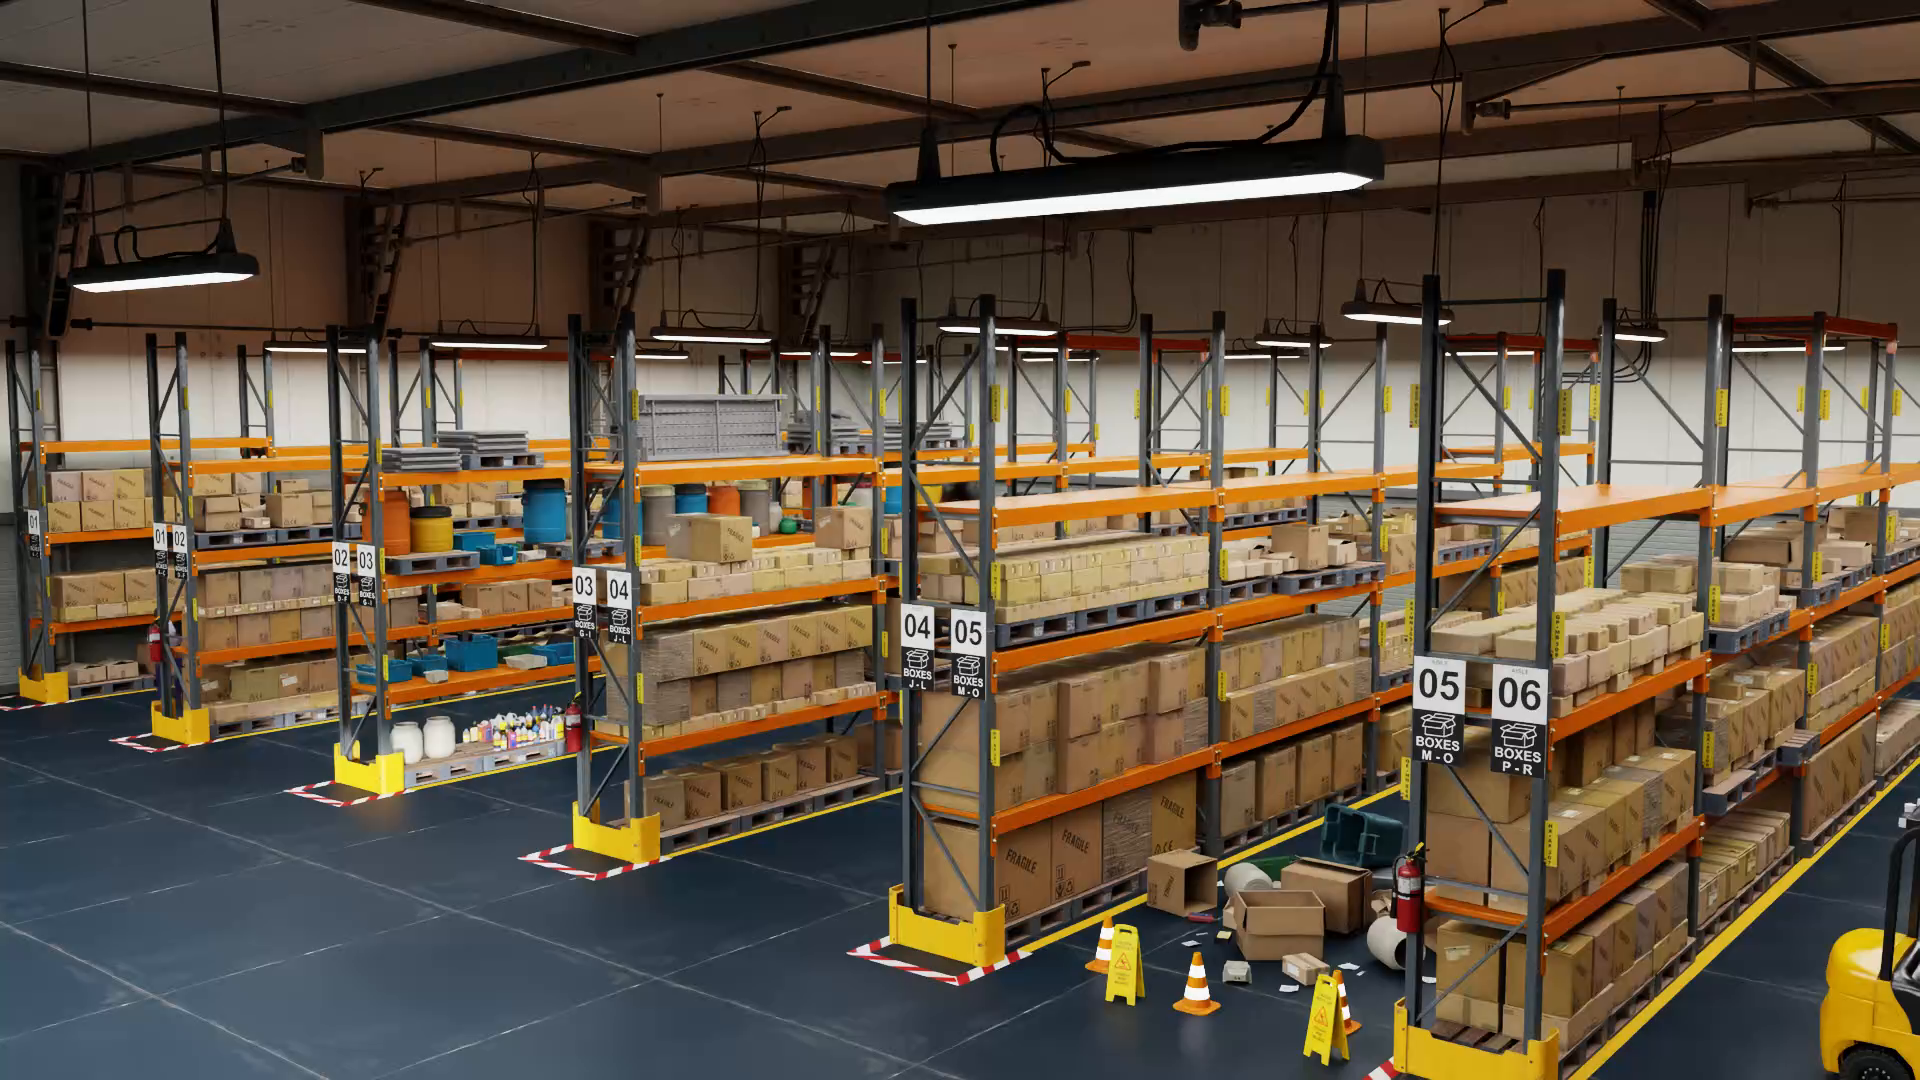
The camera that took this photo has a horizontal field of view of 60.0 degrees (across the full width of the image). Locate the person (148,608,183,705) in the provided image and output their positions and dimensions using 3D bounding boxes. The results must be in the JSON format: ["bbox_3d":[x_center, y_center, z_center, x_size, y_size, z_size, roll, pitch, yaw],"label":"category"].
[{"bbox_3d":[-12.904,1.919,27.130,0.635,1.689,0.510,-4,6,-37],"label":"person"}]
